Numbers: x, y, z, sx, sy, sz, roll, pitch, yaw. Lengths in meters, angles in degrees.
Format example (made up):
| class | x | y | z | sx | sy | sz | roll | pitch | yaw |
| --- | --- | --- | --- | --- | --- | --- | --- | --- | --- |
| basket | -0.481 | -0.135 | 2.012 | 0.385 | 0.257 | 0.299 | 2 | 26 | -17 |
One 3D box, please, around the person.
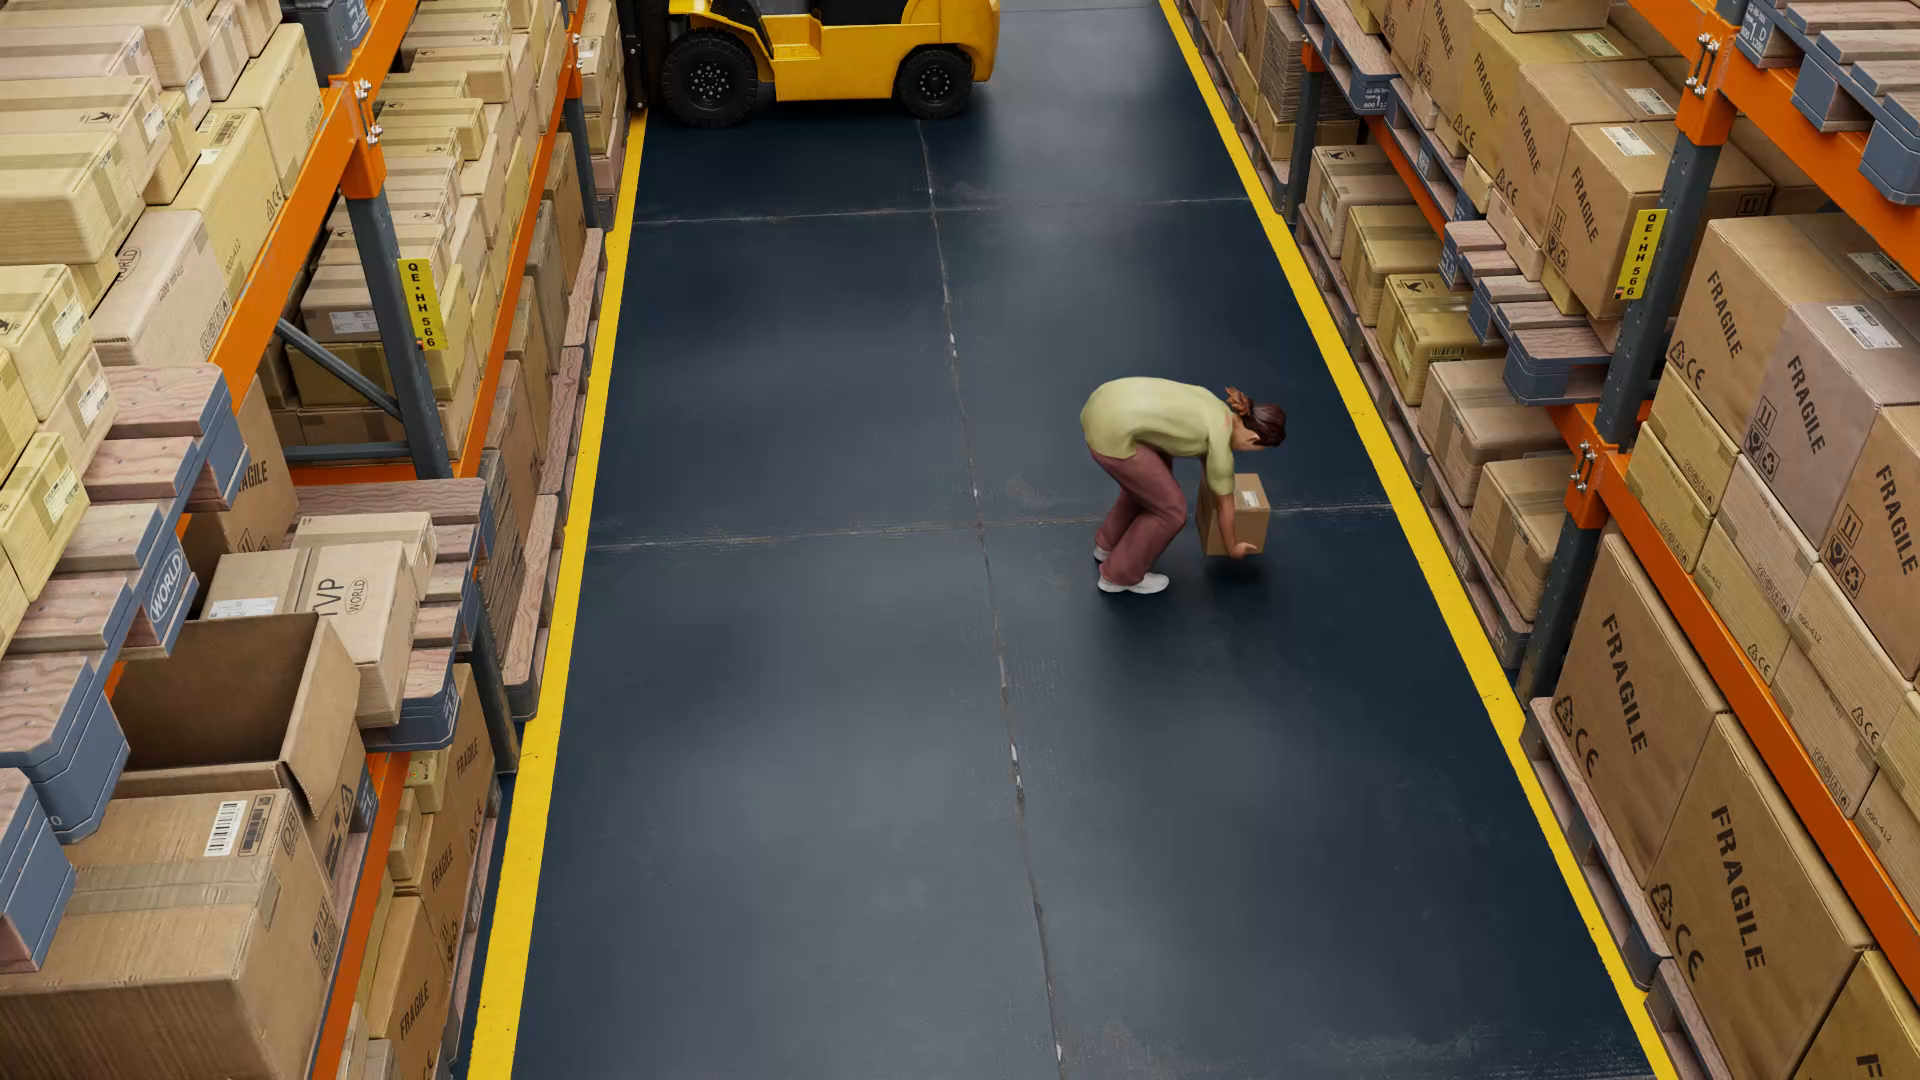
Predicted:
| class | x | y | z | sx | sy | sz | roll | pitch | yaw |
| --- | --- | --- | --- | --- | --- | --- | --- | --- | --- |
| person | 0.927 | -0.233 | 7.041 | 0.857 | 0.915 | 0.453 | -5 | 40 | -6 |
